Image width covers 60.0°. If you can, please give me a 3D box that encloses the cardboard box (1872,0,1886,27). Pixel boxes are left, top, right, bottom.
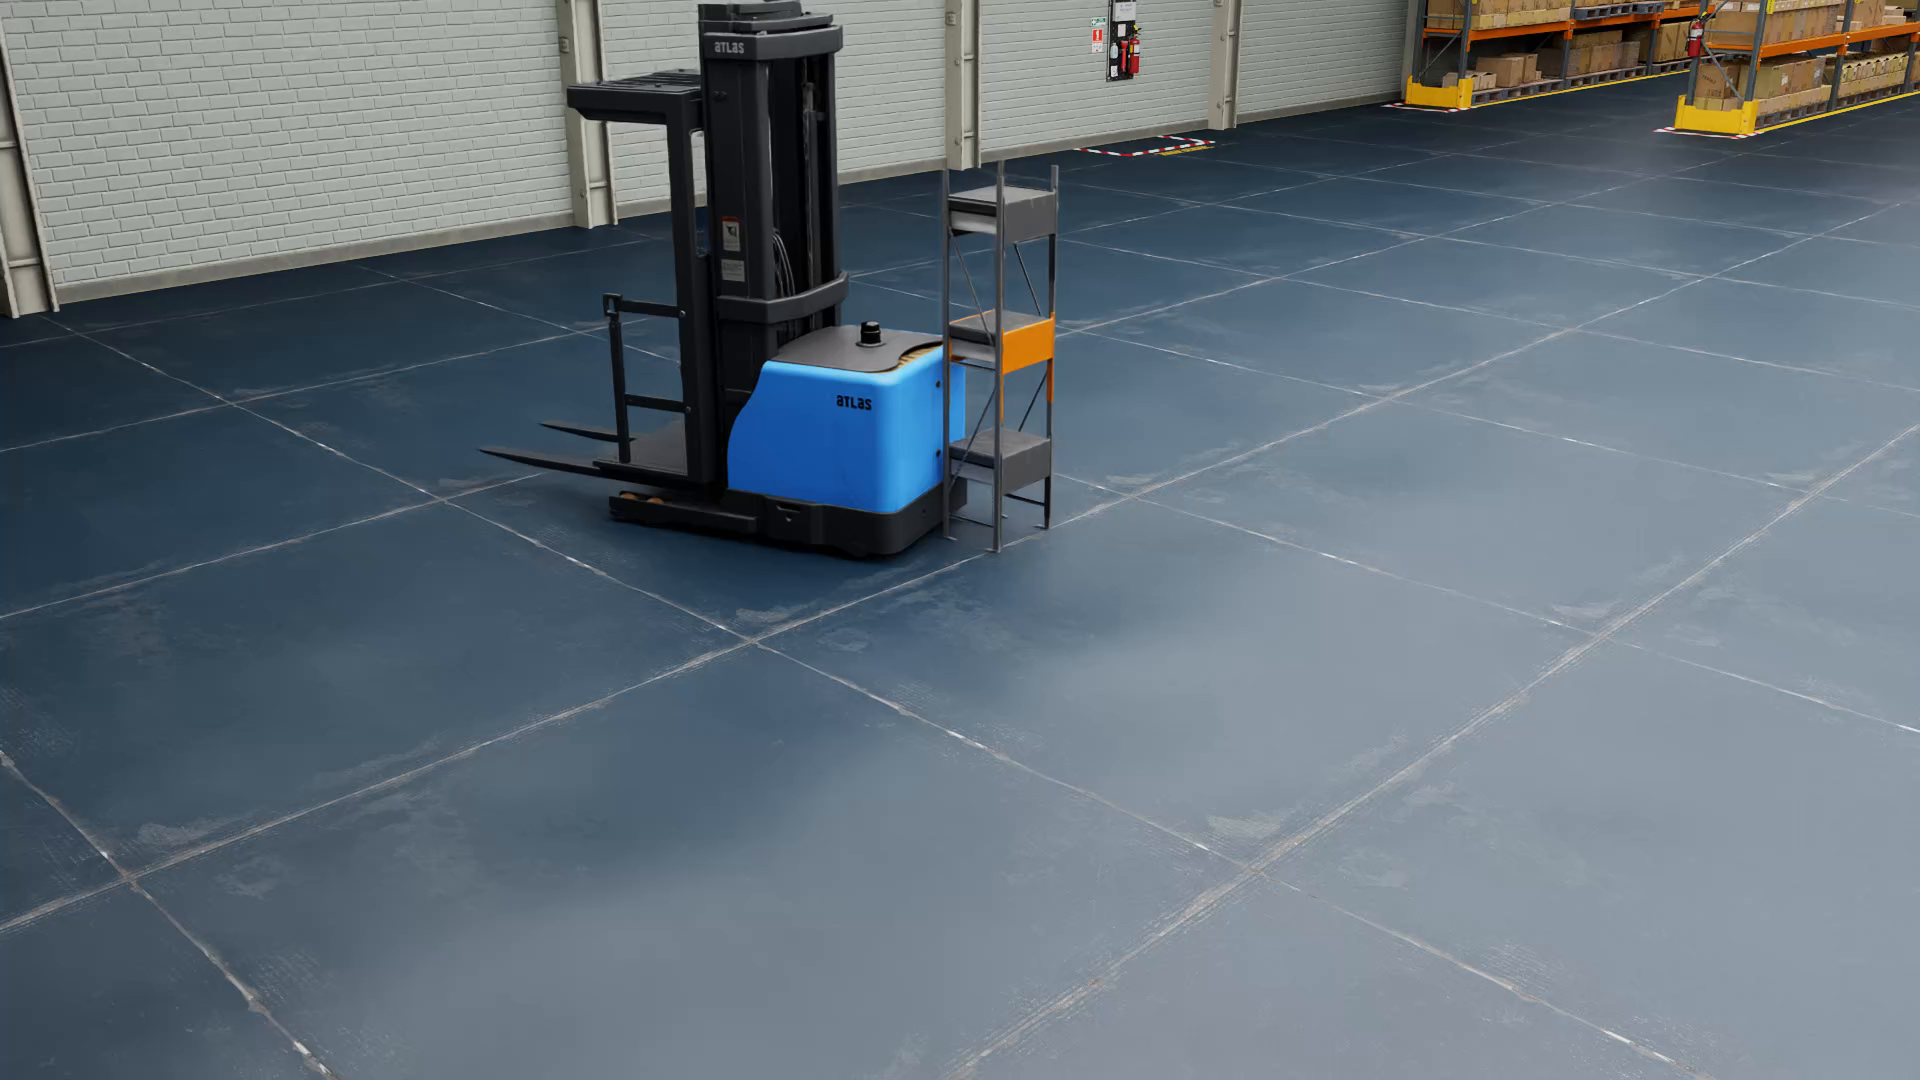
[{"bbox_3d":[16.523,-9.646,30.350,0.500,0.500,0.500,17,27,38],"label":"cardboard box"}]

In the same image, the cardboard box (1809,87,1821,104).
[{"bbox_3d":[14.369,-7.619,28.463,0.500,0.250,0.500,19,28,41],"label":"cardboard box"}]

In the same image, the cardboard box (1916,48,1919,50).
[{"bbox_3d":[18.919,-9.382,32.675,0.500,0.500,0.500,19,28,40],"label":"cardboard box"}]

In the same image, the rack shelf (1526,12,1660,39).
[{"bbox_3d":[12.735,-10.424,33.516,1.077,0.370,4.000,19,28,41],"label":"rack shelf"}]

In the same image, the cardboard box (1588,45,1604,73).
[{"bbox_3d":[12.550,-9.744,33.615,0.700,0.500,0.500,20,28,41],"label":"cardboard box"}]

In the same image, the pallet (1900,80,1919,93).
[{"bbox_3d":[18.230,-8.915,32.476,1.003,0.211,1.213,19,28,41],"label":"pallet"}]

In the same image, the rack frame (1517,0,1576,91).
[{"bbox_3d":[11.339,-10.245,32.049,1.000,3.000,0.127,19,28,41],"label":"rack frame"}]

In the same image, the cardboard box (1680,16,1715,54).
[{"bbox_3d":[16.560,-11.295,37.190,0.750,0.750,0.750,20,28,41],"label":"cardboard box"}]

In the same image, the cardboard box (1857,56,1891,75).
[{"bbox_3d":[16.781,-8.748,30.620,0.500,0.311,0.500,19,28,40],"label":"cardboard box"}]

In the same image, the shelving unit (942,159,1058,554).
[{"bbox_3d":[0.218,-1.016,9.291,0.431,2.100,0.503,16,26,36],"label":"shelving unit"}]

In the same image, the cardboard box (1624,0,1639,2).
[{"bbox_3d":[13.439,-11.252,33.915,0.700,0.500,0.500,16,26,36],"label":"cardboard box"}]

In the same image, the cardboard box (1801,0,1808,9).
[{"bbox_3d":[13.602,-8.769,27.166,0.380,0.149,0.250,20,28,41],"label":"cardboard box"}]

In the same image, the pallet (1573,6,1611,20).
[{"bbox_3d":[11.977,-10.316,32.500,1.003,0.211,1.213,19,28,41],"label":"pallet"}]

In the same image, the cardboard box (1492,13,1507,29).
[{"bbox_3d":[9.469,-9.339,29.873,0.500,0.250,0.500,18,28,39],"label":"cardboard box"}]

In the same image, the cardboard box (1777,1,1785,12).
[{"bbox_3d":[12.886,-8.507,26.483,0.380,0.149,0.250,19,28,41],"label":"cardboard box"}]

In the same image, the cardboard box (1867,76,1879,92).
[{"bbox_3d":[16.423,-8.356,30.381,0.500,0.250,0.500,-20,28,-41],"label":"cardboard box"}]

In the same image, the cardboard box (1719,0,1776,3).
[{"bbox_3d":[12.473,-8.761,26.239,0.700,0.500,0.500,19,28,41],"label":"cardboard box"}]

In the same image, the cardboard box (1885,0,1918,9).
[{"bbox_3d":[18.040,-10.467,31.902,0.700,0.500,0.500,9,23,23],"label":"cardboard box"}]

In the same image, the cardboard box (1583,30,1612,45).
[{"bbox_3d":[12.867,-10.200,33.756,0.500,0.250,0.500,19,28,40],"label":"cardboard box"}]

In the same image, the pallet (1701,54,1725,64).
[{"bbox_3d":[16.436,-10.783,37.334,1.003,0.211,1.213,19,28,41],"label":"pallet"}]

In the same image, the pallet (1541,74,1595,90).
[{"bbox_3d":[11.882,-9.144,33.071,1.003,0.211,1.213,19,28,41],"label":"pallet"}]

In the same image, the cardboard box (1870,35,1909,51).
[{"bbox_3d":[18.202,-9.738,32.555,0.500,0.250,0.500,-19,28,-40],"label":"cardboard box"}]

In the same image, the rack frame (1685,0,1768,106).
[{"bbox_3d":[12.101,-7.978,26.151,1.000,3.000,0.127,19,28,41],"label":"rack frame"}]

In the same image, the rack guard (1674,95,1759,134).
[{"bbox_3d":[12.084,-6.805,26.583,1.175,0.500,0.348,19,28,41],"label":"rack guard"}]

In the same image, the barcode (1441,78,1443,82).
[{"bbox_3d":[8.822,-8.432,30.452,0.001,0.075,0.075,19,28,41],"label":"barcode"}]

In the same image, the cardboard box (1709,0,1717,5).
[{"bbox_3d":[16.373,-11.827,36.487,0.380,0.149,0.250,19,28,41],"label":"cardboard box"}]

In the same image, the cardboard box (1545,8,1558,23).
[{"bbox_3d":[10.873,-9.861,31.230,0.500,0.250,0.500,19,28,41],"label":"cardboard box"}]

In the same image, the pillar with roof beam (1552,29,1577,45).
[{"bbox_3d":[15.688,-12.879,30.538,9.100,9.000,0.400,19,28,41],"label":"pillar with roof beam"}]

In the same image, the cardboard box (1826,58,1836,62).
[{"bbox_3d":[15.677,-8.620,30.285,0.500,0.311,0.500,19,28,40],"label":"cardboard box"}]

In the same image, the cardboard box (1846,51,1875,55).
[{"bbox_3d":[17.106,-9.148,31.659,0.500,0.311,0.500,-19,28,-40],"label":"cardboard box"}]

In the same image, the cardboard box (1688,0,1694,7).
[{"bbox_3d":[15.588,-11.589,35.868,0.380,0.149,0.250,19,28,41],"label":"cardboard box"}]

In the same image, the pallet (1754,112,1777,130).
[{"bbox_3d":[12.604,-6.884,27.190,1.003,0.211,1.213,19,28,41],"label":"pallet"}]

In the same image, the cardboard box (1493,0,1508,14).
[{"bbox_3d":[9.449,-9.678,29.710,0.500,0.500,0.500,19,28,41],"label":"cardboard box"}]

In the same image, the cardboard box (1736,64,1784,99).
[{"bbox_3d":[12.982,-7.452,26.983,0.500,0.500,0.500,19,28,41],"label":"cardboard box"}]

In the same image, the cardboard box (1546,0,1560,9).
[{"bbox_3d":[10.887,-10.206,31.083,0.500,0.500,0.500,19,28,40],"label":"cardboard box"}]

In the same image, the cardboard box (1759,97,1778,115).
[{"bbox_3d":[12.981,-7.102,27.119,0.500,0.250,0.500,19,28,41],"label":"cardboard box"}]

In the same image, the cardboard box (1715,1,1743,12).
[{"bbox_3d":[12.231,-8.474,26.396,0.380,0.149,0.250,19,28,40],"label":"cardboard box"}]

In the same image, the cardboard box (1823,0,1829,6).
[{"bbox_3d":[14.318,-9.034,27.853,0.380,0.149,0.250,19,28,41],"label":"cardboard box"}]

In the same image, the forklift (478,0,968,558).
[{"bbox_3d":[-1.514,-1.609,9.674,3.031,2.935,1.130,10,23,23],"label":"forklift"}]

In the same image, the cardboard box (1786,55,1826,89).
[{"bbox_3d":[14.367,-7.969,28.330,0.500,0.500,0.500,19,28,41],"label":"cardboard box"}]

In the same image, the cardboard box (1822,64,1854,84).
[{"bbox_3d":[15.358,-8.225,29.257,0.500,0.311,0.500,19,28,41],"label":"cardboard box"}]

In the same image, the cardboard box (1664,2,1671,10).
[{"bbox_3d":[14.708,-11.255,34.998,0.250,0.149,0.380,-20,29,-41],"label":"cardboard box"}]

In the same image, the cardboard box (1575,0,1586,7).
[{"bbox_3d":[11.719,-10.620,32.270,0.700,0.500,0.500,19,28,41],"label":"cardboard box"}]

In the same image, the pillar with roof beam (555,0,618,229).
[{"bbox_3d":[-1.055,-6.709,14.488,9.100,9.000,0.400,19,28,41],"label":"pillar with roof beam"}]

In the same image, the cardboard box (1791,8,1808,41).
[{"bbox_3d":[13.514,-8.540,27.474,0.500,0.500,0.700,-19,28,-40],"label":"cardboard box"}]

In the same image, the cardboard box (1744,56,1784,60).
[{"bbox_3d":[13.646,-7.971,28.334,0.500,0.500,0.500,19,28,41],"label":"cardboard box"}]

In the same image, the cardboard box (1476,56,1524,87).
[{"bbox_3d":[10.041,-8.734,30.987,0.700,0.500,0.500,17,27,37],"label":"cardboard box"}]

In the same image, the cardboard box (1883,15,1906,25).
[{"bbox_3d":[17.252,-9.617,30.764,0.380,0.149,0.250,19,28,41],"label":"cardboard box"}]

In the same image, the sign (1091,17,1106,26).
[{"bbox_3d":[2.031,-7.592,24.358,0.001,0.109,0.331,19,28,41],"label":"sign"}]

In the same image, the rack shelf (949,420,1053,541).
[{"bbox_3d":[0.218,-0.350,9.547,0.431,0.518,0.480,16,26,36],"label":"rack shelf"}]
